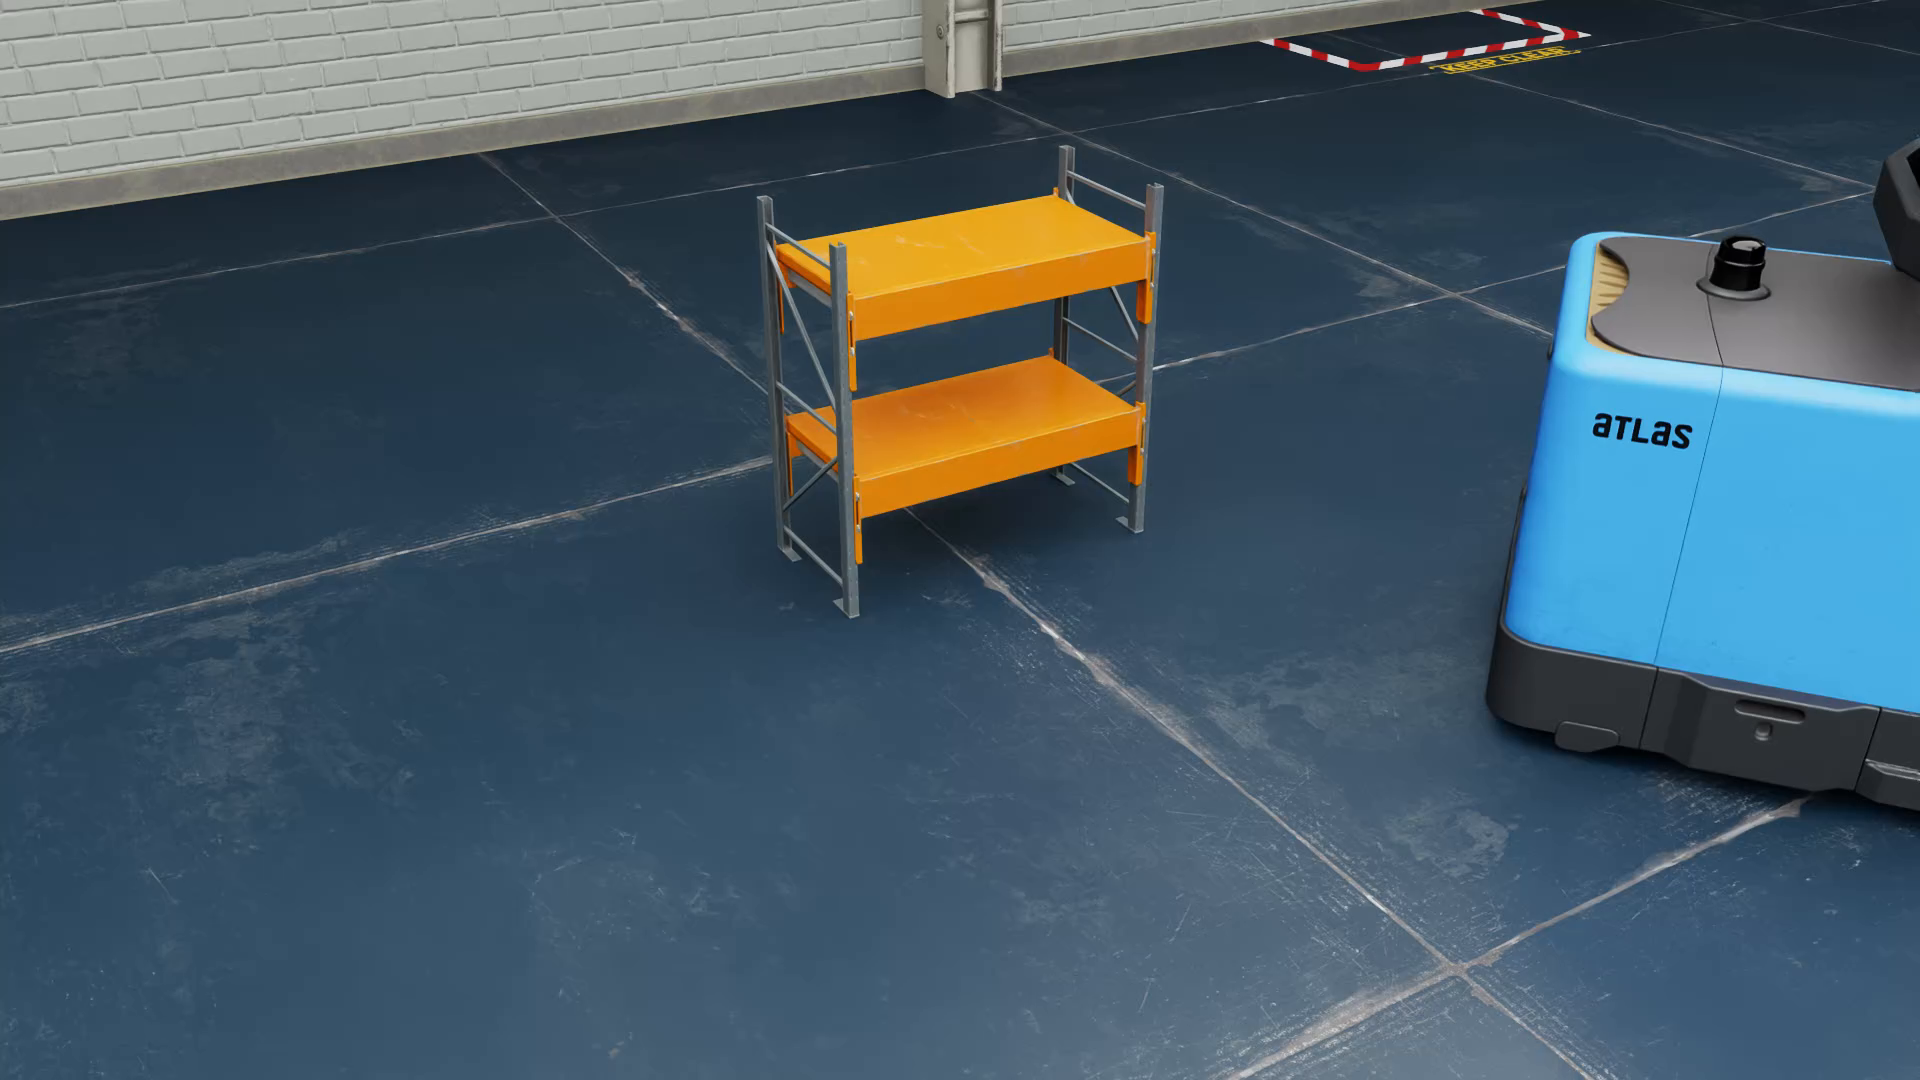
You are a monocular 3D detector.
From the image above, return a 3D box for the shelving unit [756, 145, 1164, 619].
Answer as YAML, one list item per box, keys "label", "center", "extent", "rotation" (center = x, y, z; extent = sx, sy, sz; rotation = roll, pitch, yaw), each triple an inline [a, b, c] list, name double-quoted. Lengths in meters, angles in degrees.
- label: "shelving unit"
  center: [0.006, -0.494, 4.981]
  extent: [1.048, 1.125, 0.538]
  rotation: [-16, 33, -26]

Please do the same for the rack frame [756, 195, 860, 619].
- label: "rack frame"
  center: [-0.432, -0.370, 4.756]
  extent: [0.032, 1.125, 0.500]
  rotation: [-16, 33, -26]

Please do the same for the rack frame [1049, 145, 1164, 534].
- label: "rack frame"
  center: [0.444, -0.619, 5.207]
  extent: [0.032, 1.125, 0.500]
  rotation: [-16, 33, -26]

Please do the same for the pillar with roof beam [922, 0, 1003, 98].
- label: "pillar with roof beam"
  center: [2.196, -4.950, 4.905]
  extent: [0.400, 9.000, 9.100]
  rotation: [-16, 33, -26]

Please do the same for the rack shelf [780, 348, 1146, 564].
- label: "rack shelf"
  center: [0.006, -0.280, 5.099]
  extent: [1.000, 0.278, 0.538]
  rotation: [-16, 33, -26]

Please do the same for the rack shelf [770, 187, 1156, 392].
- label: "rack shelf"
  center: [0.006, -0.750, 4.840]
  extent: [1.000, 0.278, 0.538]
  rotation: [-16, 33, -26]

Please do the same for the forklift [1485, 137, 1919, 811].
- label: "forklift"
  center: [2.941, -0.742, 3.561]
  extent: [3.031, 2.935, 1.130]
  rotation: [10, 30, 18]
